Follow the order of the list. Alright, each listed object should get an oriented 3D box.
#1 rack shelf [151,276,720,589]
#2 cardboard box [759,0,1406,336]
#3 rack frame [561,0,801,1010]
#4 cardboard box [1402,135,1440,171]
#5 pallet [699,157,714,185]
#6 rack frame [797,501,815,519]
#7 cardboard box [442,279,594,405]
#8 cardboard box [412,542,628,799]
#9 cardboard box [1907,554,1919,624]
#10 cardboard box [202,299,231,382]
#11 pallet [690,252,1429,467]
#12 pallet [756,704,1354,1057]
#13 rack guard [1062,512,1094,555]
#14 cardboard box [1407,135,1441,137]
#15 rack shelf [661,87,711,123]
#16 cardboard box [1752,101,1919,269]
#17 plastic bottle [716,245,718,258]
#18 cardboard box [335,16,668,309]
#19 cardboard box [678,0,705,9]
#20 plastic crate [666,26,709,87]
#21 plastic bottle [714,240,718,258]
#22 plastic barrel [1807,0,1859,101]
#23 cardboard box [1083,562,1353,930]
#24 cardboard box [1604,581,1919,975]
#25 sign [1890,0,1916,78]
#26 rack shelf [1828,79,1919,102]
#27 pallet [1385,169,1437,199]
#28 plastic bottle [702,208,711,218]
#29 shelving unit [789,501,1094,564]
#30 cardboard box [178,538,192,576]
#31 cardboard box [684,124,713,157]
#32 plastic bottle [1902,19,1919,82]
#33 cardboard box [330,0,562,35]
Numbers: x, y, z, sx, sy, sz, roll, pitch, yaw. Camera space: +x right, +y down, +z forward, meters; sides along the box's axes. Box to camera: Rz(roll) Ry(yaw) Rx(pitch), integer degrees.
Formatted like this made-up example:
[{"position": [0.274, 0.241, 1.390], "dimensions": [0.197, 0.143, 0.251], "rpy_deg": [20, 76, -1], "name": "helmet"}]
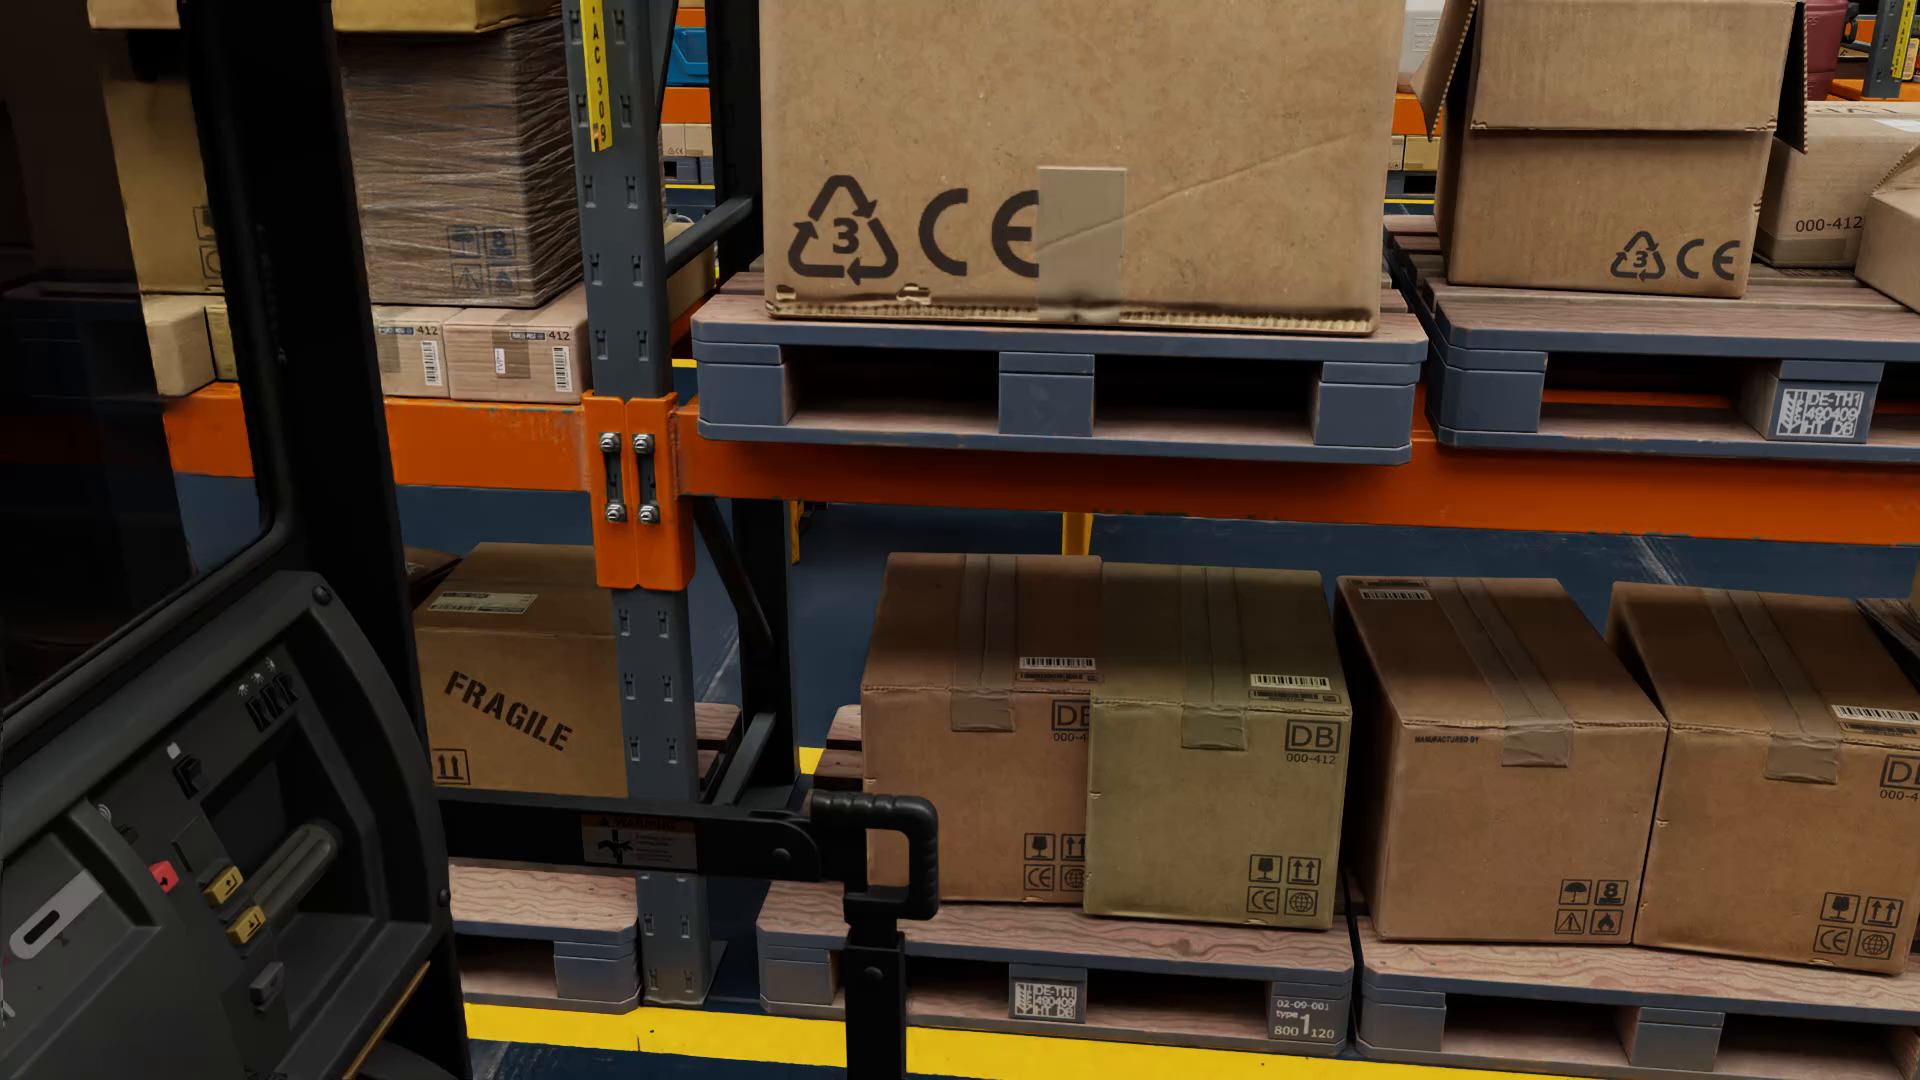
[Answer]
[{"position": [-2.526, -0.353, 3.732], "dimensions": [4.000, 0.370, 1.077], "rpy_deg": [2, 22, 6], "name": "rack shelf"}, {"position": [0.232, -0.990, 2.977], "dimensions": [1.000, 1.000, 1.000], "rpy_deg": [3, 22, 7], "name": "cardboard box"}, {"position": [-0.540, -0.601, 3.381], "dimensions": [0.127, 3.000, 1.000], "rpy_deg": [2, 22, 6], "name": "rack frame"}, {"position": [3.538, -2.916, 12.405], "dimensions": [0.500, 0.250, 0.500], "rpy_deg": [2, 22, 6], "name": "cardboard box"}, {"position": [-1.370, -3.023, 13.298], "dimensions": [1.213, 0.211, 1.003], "rpy_deg": [2, 22, 6], "name": "pallet"}, {"position": [-0.590, -0.723, 5.729], "dimensions": [0.032, 1.500, 0.500], "rpy_deg": [2, 22, 6], "name": "rack frame"}, {"position": [-0.788, -0.386, 3.179], "dimensions": [0.250, 0.149, 0.380], "rpy_deg": [2, 22, 6], "name": "cardboard box"}, {"position": [-0.933, 0.334, 3.844], "dimensions": [0.500, 0.500, 0.500], "rpy_deg": [2, 22, 5], "name": "cardboard box"}, {"position": [2.235, 0.144, 3.278], "dimensions": [0.500, 0.250, 0.500], "rpy_deg": [5, 22, 12], "name": "cardboard box"}, {"position": [-1.277, -0.433, 3.298], "dimensions": [0.250, 0.149, 0.380], "rpy_deg": [2, 22, 6], "name": "cardboard box"}, {"position": [0.202, -0.426, 3.198], "dimensions": [1.213, 0.211, 1.003], "rpy_deg": [2, 22, 6], "name": "pallet"}, {"position": [0.233, 0.729, 3.809], "dimensions": [1.213, 0.211, 1.003], "rpy_deg": [2, 22, 6], "name": "pallet"}, {"position": [0.419, -0.098, 5.848], "dimensions": [0.087, 0.250, 0.587], "rpy_deg": [2, 22, 6], "name": "rack guard"}, {"position": [3.536, -3.175, 12.297], "dimensions": [0.500, 0.311, 0.500], "rpy_deg": [2, 22, 5], "name": "cardboard box"}, {"position": [-1.943, -2.162, 8.306], "dimensions": [4.000, 0.370, 1.077], "rpy_deg": [2, 22, 6], "name": "rack shelf"}, {"position": [1.795, -0.710, 3.289], "dimensions": [0.500, 0.250, 0.500], "rpy_deg": [2, 22, 5], "name": "cardboard box"}, {"position": [-1.155, -1.334, 8.331], "dimensions": [0.133, 0.283, 0.061], "rpy_deg": [2, 22, 6], "name": "plastic bottle"}, {"position": [-0.980, -0.828, 3.414], "dimensions": [0.500, 0.500, 0.875], "rpy_deg": [2, 22, 6], "name": "cardboard box"}, {"position": [-1.866, -4.368, 12.772], "dimensions": [0.500, 0.500, 0.700], "rpy_deg": [3, 22, 7], "name": "cardboard box"}, {"position": [-1.088, -2.289, 7.852], "dimensions": [0.616, 0.251, 0.499], "rpy_deg": [2, 22, 6], "name": "plastic crate"}, {"position": [-1.312, -1.505, 8.774], "dimensions": [0.135, 0.276, 0.152], "rpy_deg": [2, 22, 6], "name": "plastic bottle"}, {"position": [3.519, -2.209, 7.263], "dimensions": [0.708, 0.536, 0.600], "rpy_deg": [2, 22, 6], "name": "plastic barrel"}, {"position": [0.539, 0.419, 3.603], "dimensions": [0.500, 0.500, 0.700], "rpy_deg": [2, 22, 6], "name": "cardboard box"}, {"position": [1.648, 0.467, 3.481], "dimensions": [0.500, 0.500, 0.700], "rpy_deg": [4, 22, 11], "name": "cardboard box"}, {"position": [3.957, -2.111, 6.978], "dimensions": [0.005, 0.325, 0.100], "rpy_deg": [2, 22, 6], "name": "sign"}, {"position": [6.001, -1.815, 7.430], "dimensions": [4.000, 0.370, 1.077], "rpy_deg": [2, 22, 6], "name": "rack shelf"}, {"position": [3.789, -2.798, 12.730], "dimensions": [1.213, 0.211, 1.003], "rpy_deg": [2, 22, 6], "name": "pallet"}, {"position": [-1.320, -1.595, 8.900], "dimensions": [0.185, 0.351, 0.144], "rpy_deg": [2, 22, 6], "name": "plastic bottle"}, {"position": [-0.076, -0.701, 5.672], "dimensions": [1.083, 1.500, 0.587], "rpy_deg": [2, 22, 6], "name": "shelving unit"}, {"position": [-2.128, 0.314, 3.895], "dimensions": [0.500, 0.500, 0.500], "rpy_deg": [1, 22, 1], "name": "cardboard box"}, {"position": [-1.843, -3.161, 13.024], "dimensions": [0.500, 0.250, 0.500], "rpy_deg": [2, 22, 6], "name": "cardboard box"}, {"position": [4.467, -2.320, 7.888], "dimensions": [0.133, 0.283, 0.061], "rpy_deg": [2, 22, 6], "name": "plastic bottle"}, {"position": [-1.019, -1.170, 2.919], "dimensions": [0.500, 0.500, 0.500], "rpy_deg": [2, 22, 6], "name": "cardboard box"}]
